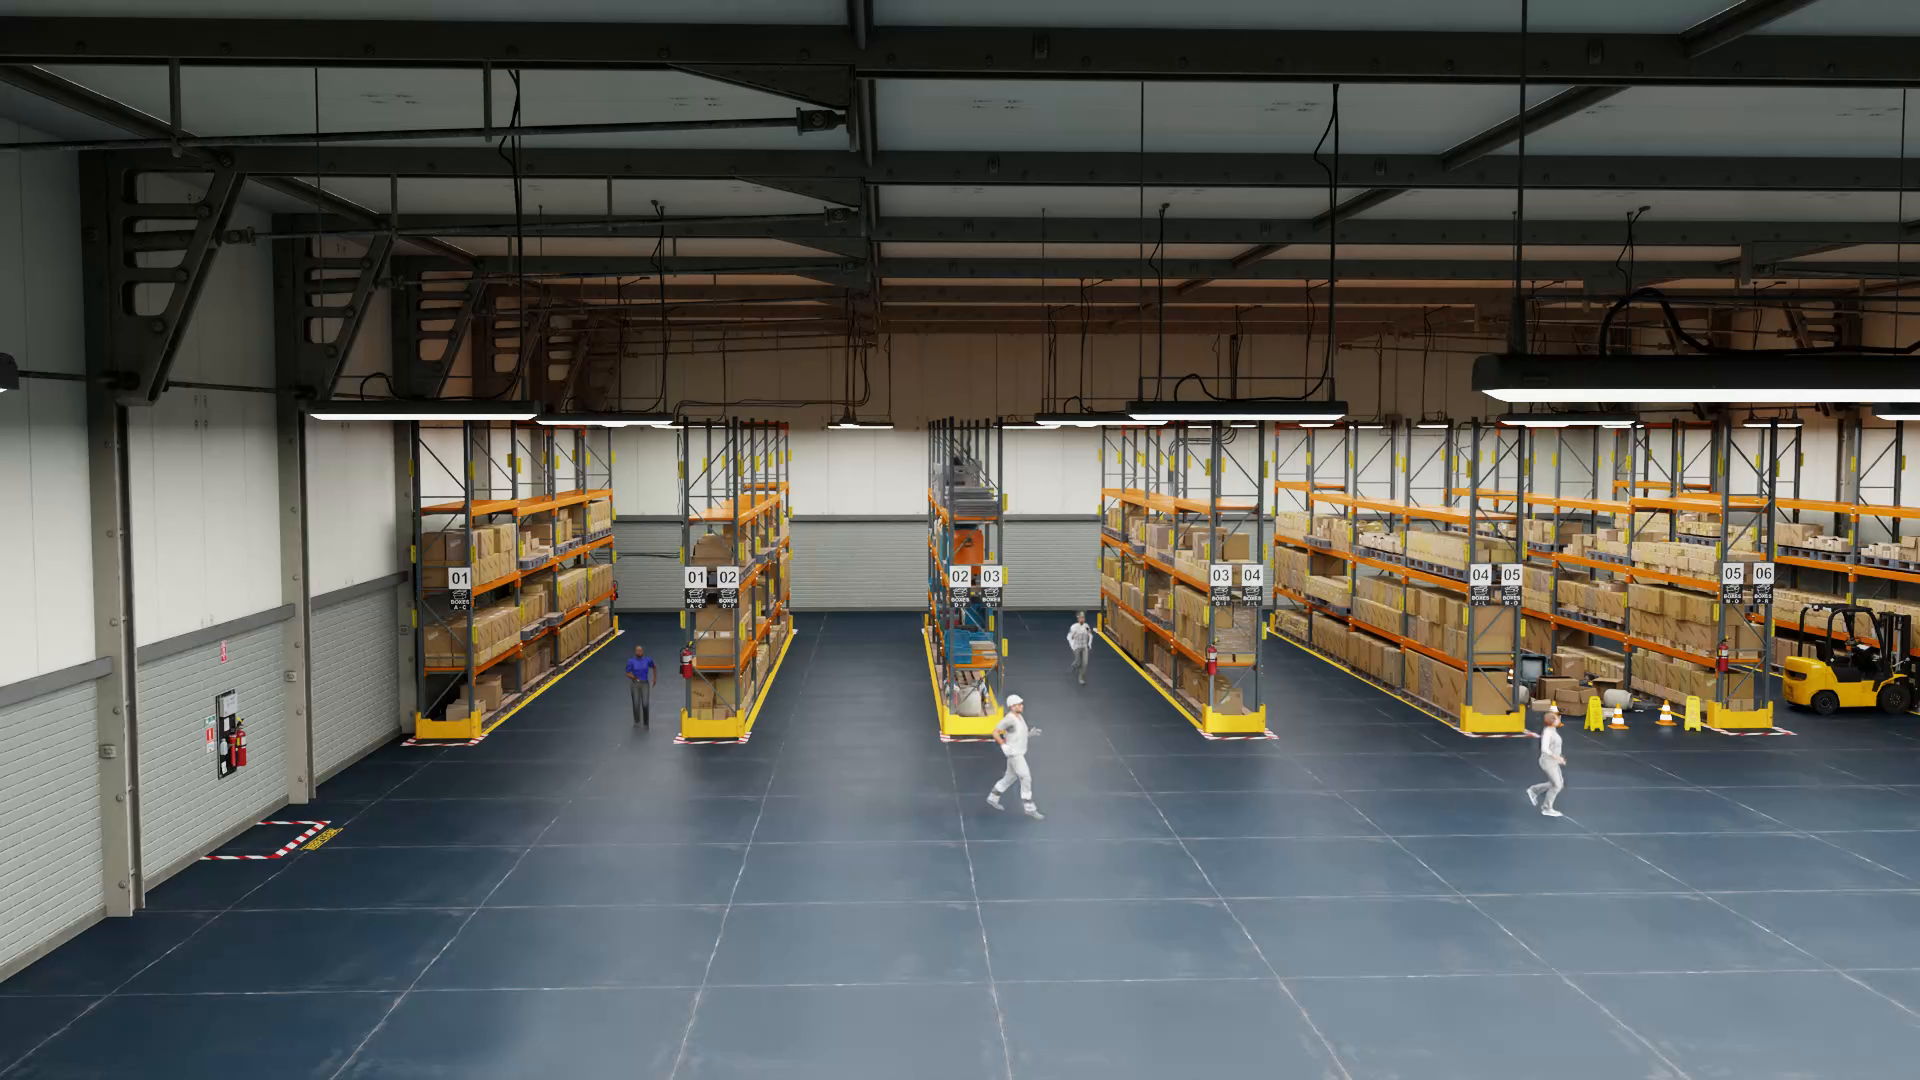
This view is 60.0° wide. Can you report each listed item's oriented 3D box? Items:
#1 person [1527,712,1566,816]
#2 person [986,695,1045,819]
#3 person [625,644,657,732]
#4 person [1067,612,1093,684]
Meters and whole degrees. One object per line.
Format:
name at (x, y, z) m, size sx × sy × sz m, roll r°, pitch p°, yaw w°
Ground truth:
person at (8.748, 3.326, 24.775) m, size 0.575 × 1.550 × 0.589 m, roll 2°, pitch 4°, yaw 28°
person at (0.817, 3.196, 24.624) m, size 0.924 × 1.812 × 0.657 m, roll 1°, pitch 4°, yaw 15°
person at (-6.088, 2.854, 31.749) m, size 0.598 × 1.704 × 0.718 m, roll -1°, pitch 4°, yaw -12°
person at (2.731, 2.435, 37.890) m, size 0.603 × 1.648 × 0.595 m, roll -1°, pitch 4°, yaw -14°
